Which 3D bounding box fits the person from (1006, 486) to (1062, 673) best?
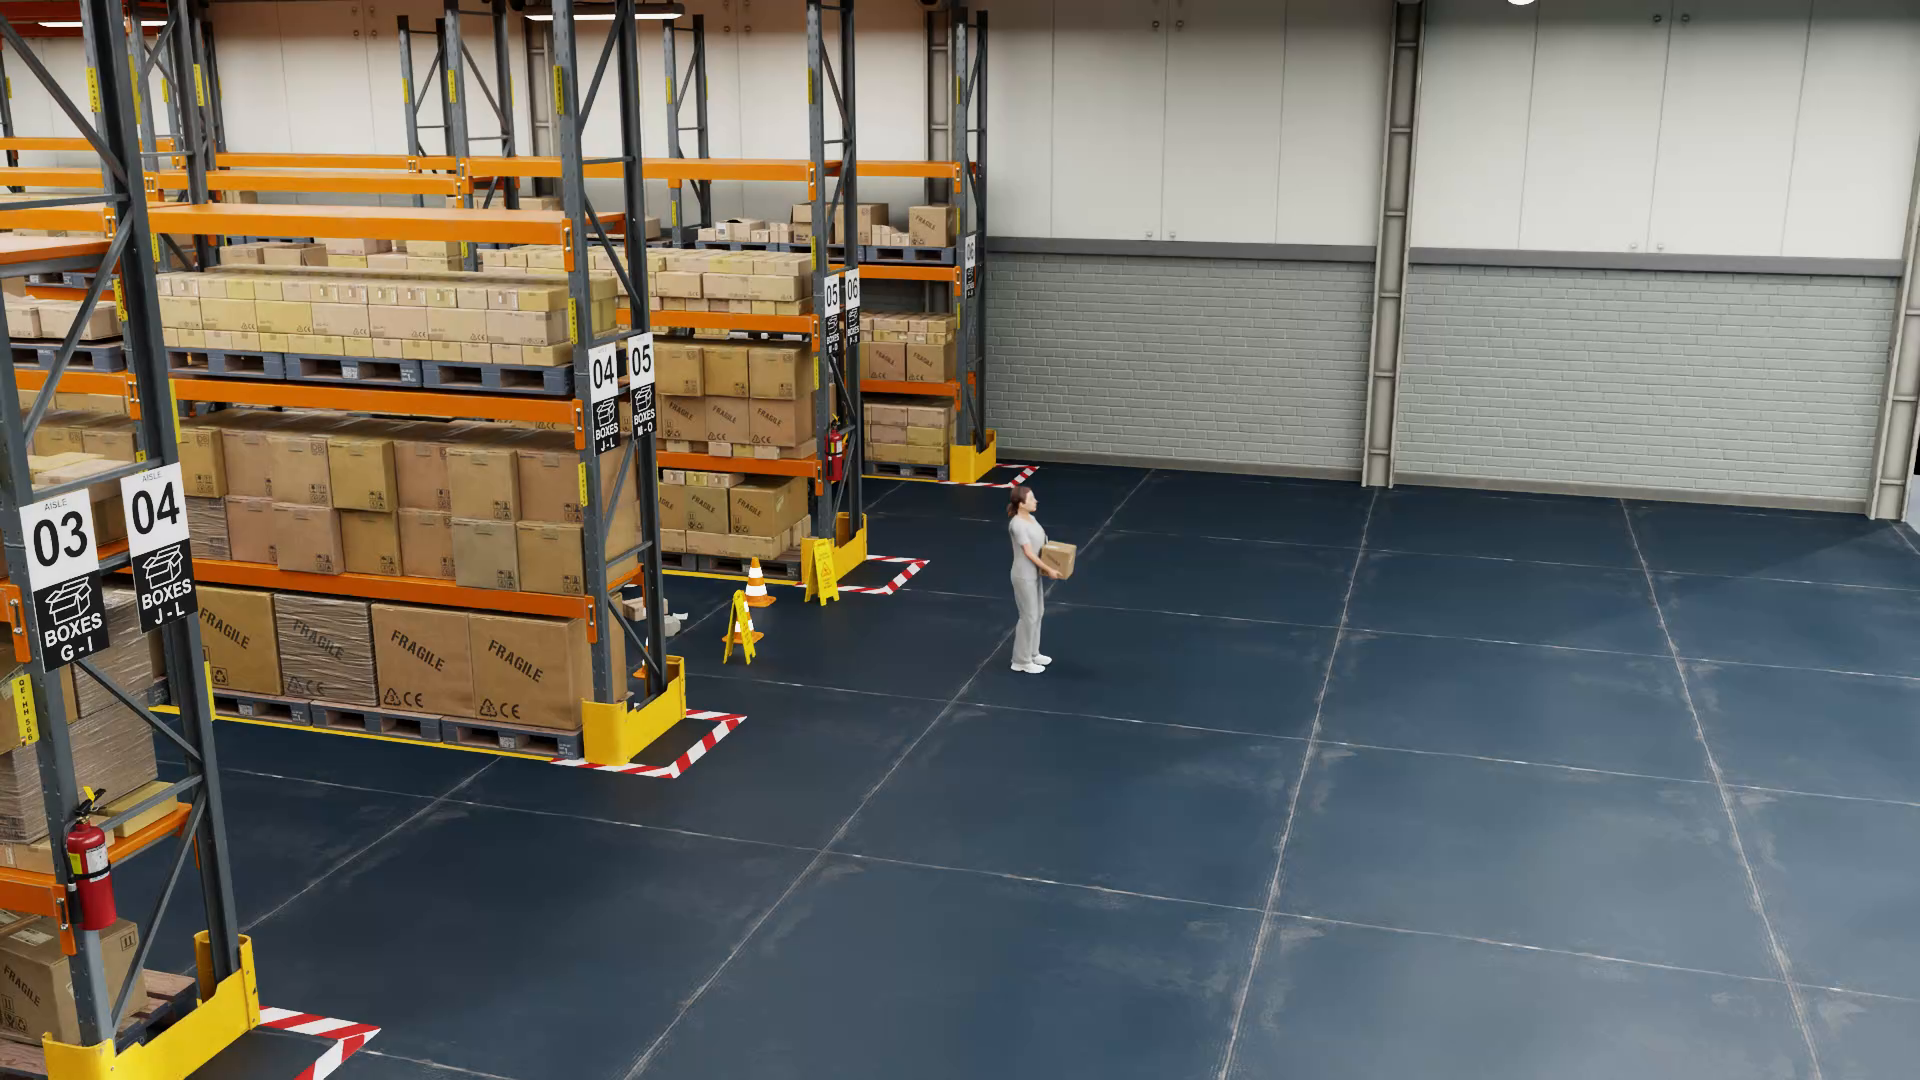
[{"bbox_3d":[0.669,0.339,14.739,0.562,1.662,0.437,5,16,17],"label":"person"}]
